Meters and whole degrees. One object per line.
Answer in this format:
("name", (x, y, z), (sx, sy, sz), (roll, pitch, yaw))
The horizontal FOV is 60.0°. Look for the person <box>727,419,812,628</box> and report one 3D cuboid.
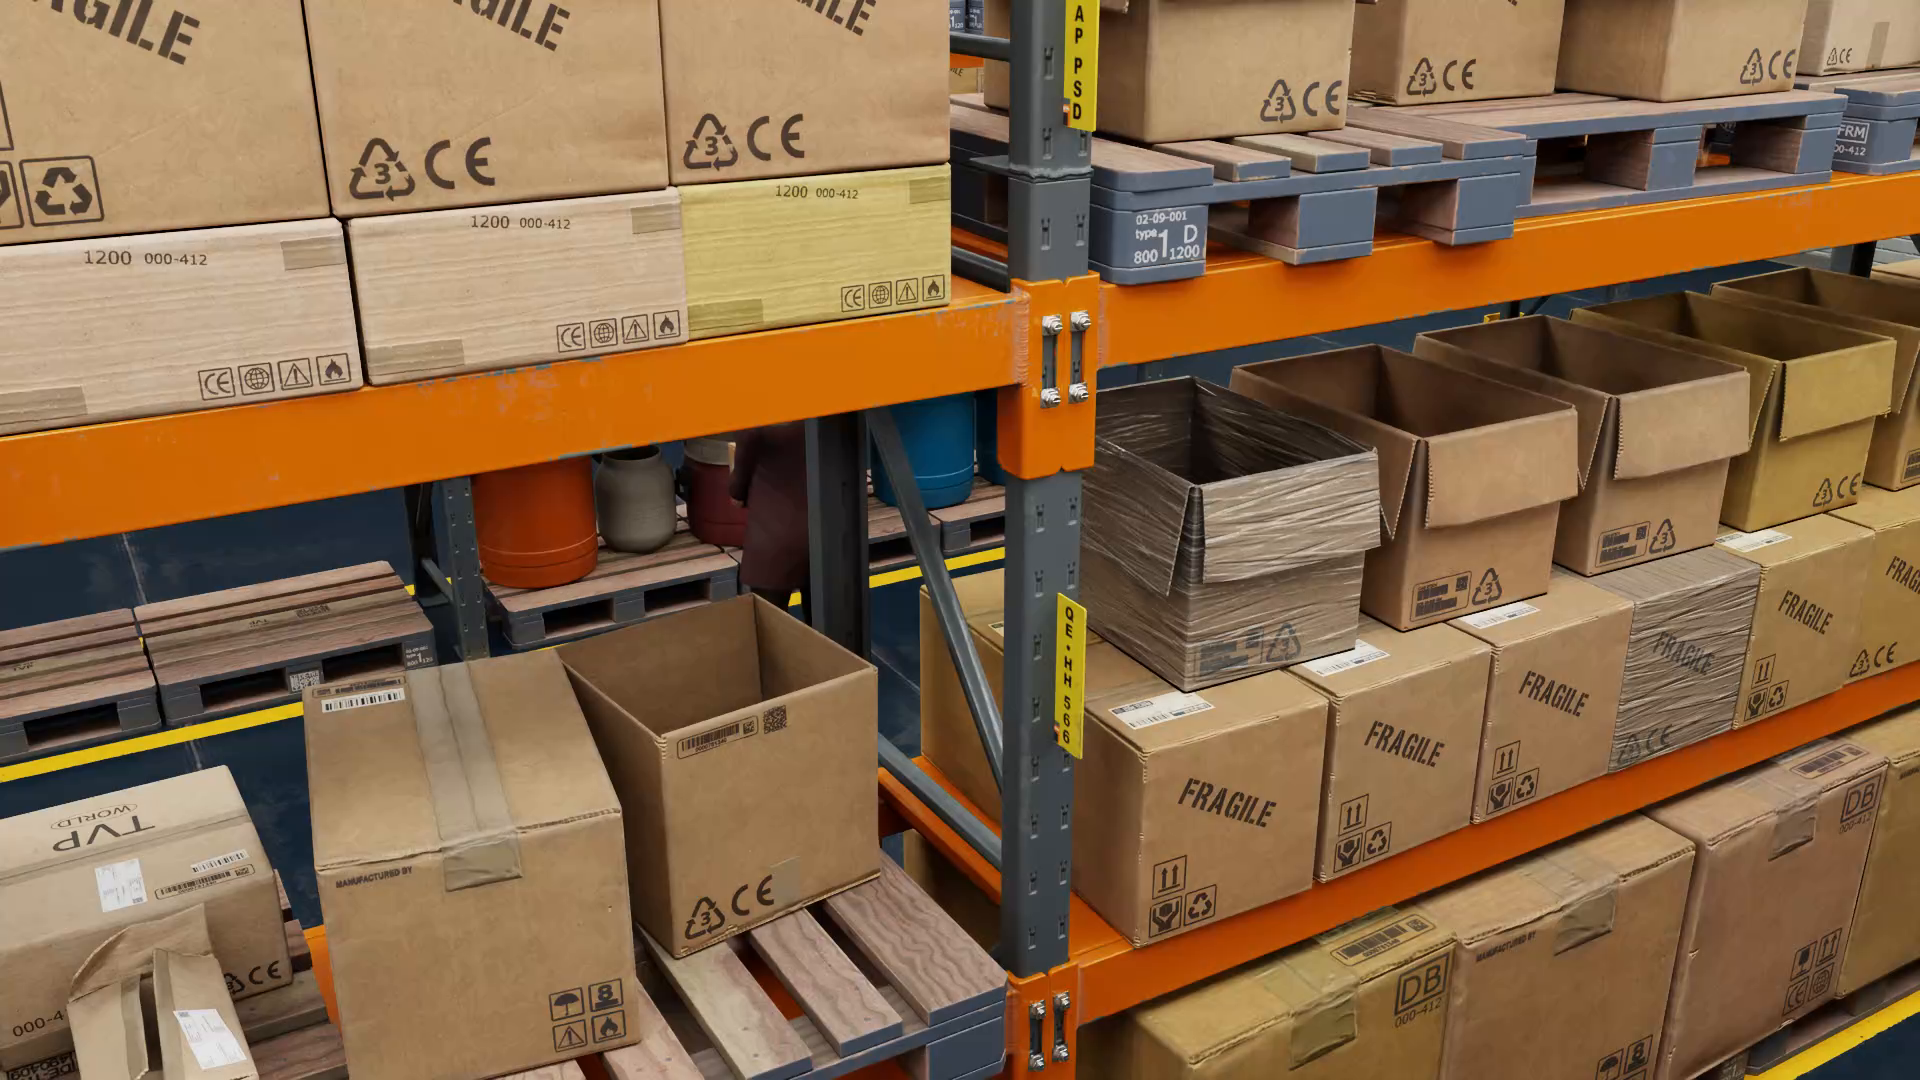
("person", (-0.777, -0.076, 7.306), (0.530, 1.769, 0.562), (-12, 25, -28))
